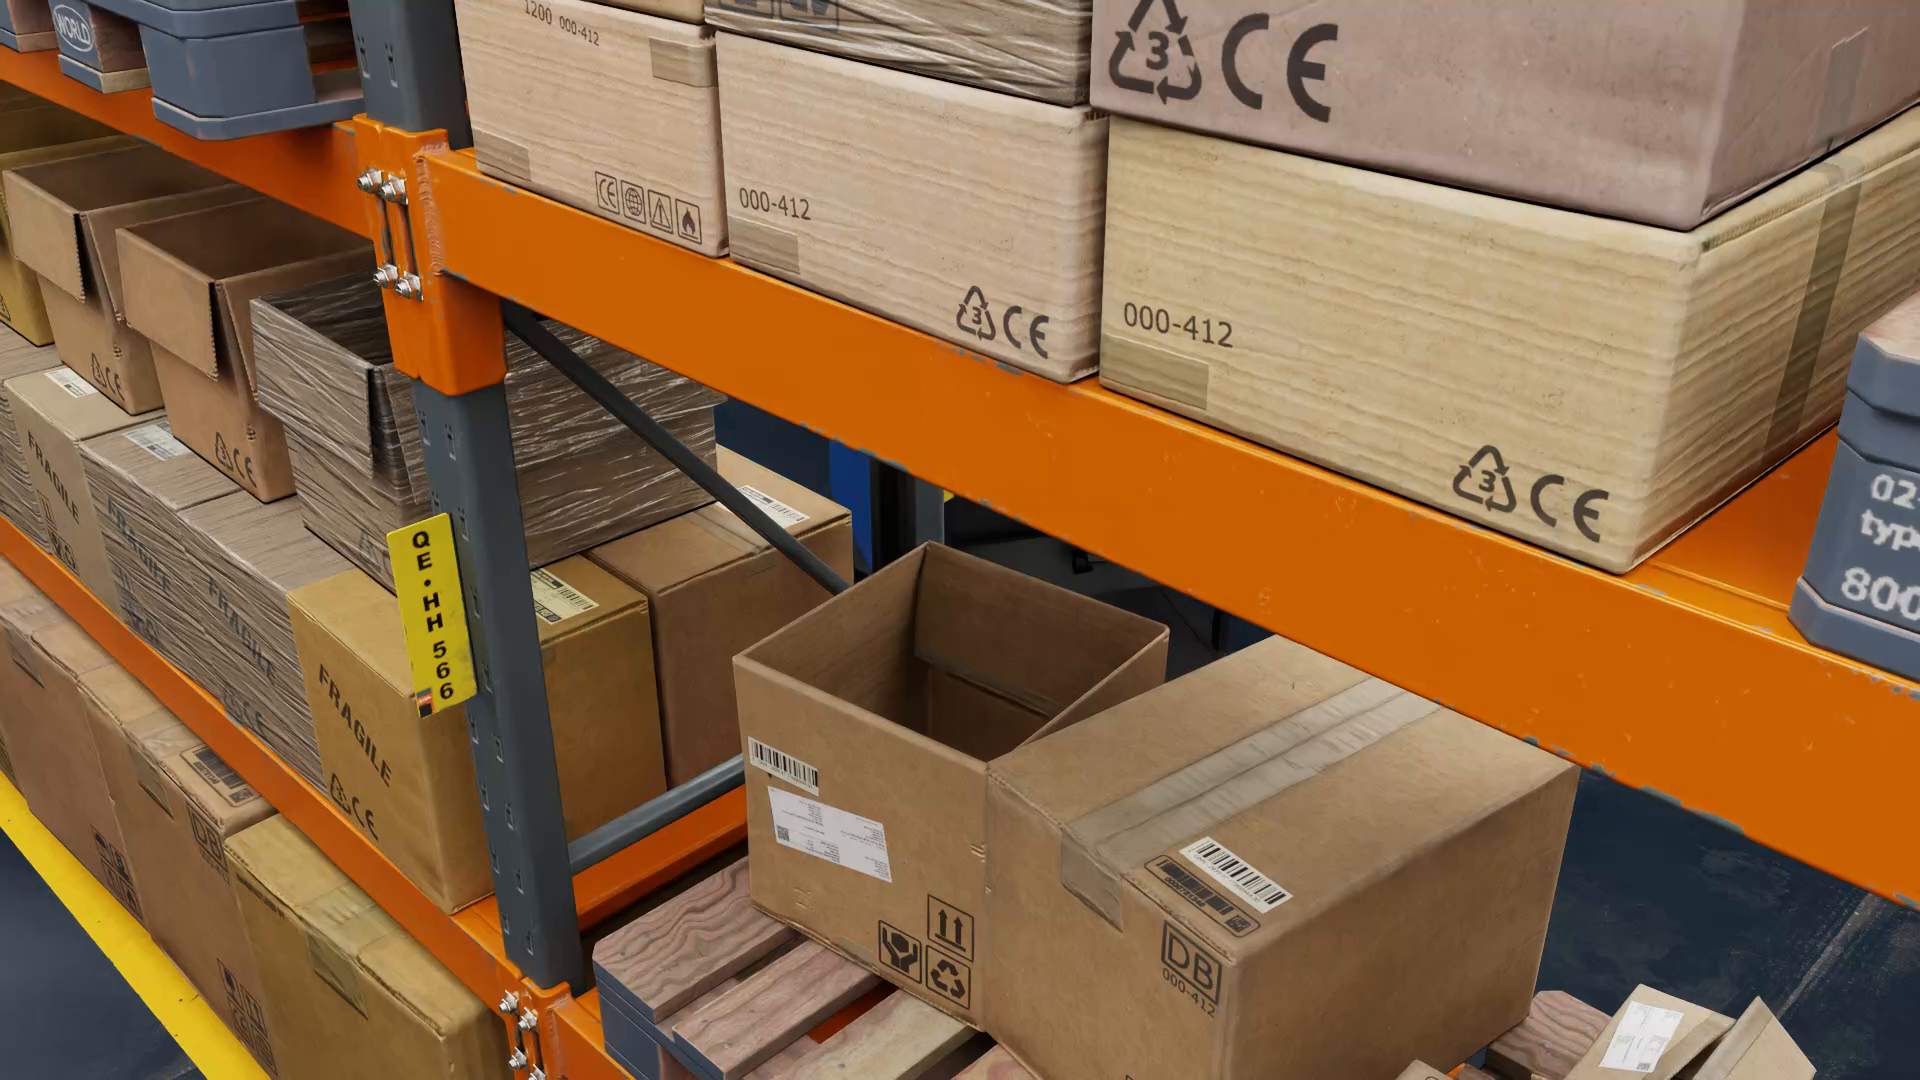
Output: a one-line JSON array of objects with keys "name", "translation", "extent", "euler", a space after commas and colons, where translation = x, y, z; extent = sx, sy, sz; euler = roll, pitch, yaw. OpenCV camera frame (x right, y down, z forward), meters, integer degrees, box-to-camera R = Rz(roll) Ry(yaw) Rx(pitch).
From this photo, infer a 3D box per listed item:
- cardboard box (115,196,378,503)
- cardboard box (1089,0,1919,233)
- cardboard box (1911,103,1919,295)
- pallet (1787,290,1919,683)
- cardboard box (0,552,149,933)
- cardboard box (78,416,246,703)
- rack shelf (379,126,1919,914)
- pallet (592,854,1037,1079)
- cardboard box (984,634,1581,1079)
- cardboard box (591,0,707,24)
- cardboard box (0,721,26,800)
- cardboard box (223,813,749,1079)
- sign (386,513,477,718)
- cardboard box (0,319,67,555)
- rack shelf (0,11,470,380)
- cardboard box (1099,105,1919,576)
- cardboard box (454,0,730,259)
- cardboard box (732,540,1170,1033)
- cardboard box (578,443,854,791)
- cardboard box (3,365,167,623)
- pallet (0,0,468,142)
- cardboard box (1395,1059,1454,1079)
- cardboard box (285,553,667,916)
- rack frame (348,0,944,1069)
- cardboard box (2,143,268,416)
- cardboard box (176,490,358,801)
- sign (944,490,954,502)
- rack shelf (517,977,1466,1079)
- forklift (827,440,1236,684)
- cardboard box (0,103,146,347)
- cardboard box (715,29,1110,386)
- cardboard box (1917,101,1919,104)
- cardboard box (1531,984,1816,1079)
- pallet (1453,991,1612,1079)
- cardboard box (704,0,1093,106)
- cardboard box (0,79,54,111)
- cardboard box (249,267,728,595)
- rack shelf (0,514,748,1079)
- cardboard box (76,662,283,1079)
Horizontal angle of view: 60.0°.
[{"name": "cardboard box", "translation": [-1.395, -0.499, 3.791], "extent": [0.797, 0.503, 0.637], "euler": [-24, 36, -38]}, {"name": "cardboard box", "translation": [0.455, -0.580, 1.262], "extent": [0.500, 0.500, 0.500], "euler": [23, 36, 37]}, {"name": "cardboard box", "translation": [0.808, -0.419, 1.762], "extent": [0.500, 0.250, 0.500], "euler": [-24, 36, -38]}, {"name": "pallet", "translation": [1.323, -0.067, 1.133], "extent": [1.003, 0.211, 1.213], "euler": [25, 36, 38]}, {"name": "cardboard box", "translation": [-2.167, 0.389, 5.119], "extent": [0.875, 0.875, 1.225], "euler": [23, 36, 37]}, {"name": "cardboard box", "translation": [-1.672, -0.010, 3.938], "extent": [0.500, 0.500, 0.500], "euler": [23, 36, 37]}, {"name": "rack shelf", "translation": [1.004, 0.090, 1.406], "extent": [4.000, 0.370, 1.077], "euler": [25, 36, 38]}, {"name": "pallet", "translation": [0.160, 0.728, 2.848], "extent": [1.003, 0.211, 1.213], "euler": [25, 36, 38]}, {"name": "cardboard box", "translation": [0.459, 0.528, 2.464], "extent": [0.700, 0.500, 0.500], "euler": [-19, 33, -32]}, {"name": "cardboard box", "translation": [-0.268, -0.908, 1.886], "extent": [0.500, 0.500, 0.500], "euler": [-25, 37, -39]}, {"name": "cardboard box", "translation": [-2.804, 0.098, 5.672], "extent": [0.875, 0.875, 1.225], "euler": [25, 36, 39]}, {"name": "cardboard box", "translation": [-0.900, 0.969, 4.016], "extent": [0.875, 0.875, 1.225], "euler": [23, 35, 36]}, {"name": "sign", "translation": [-0.809, 0.119, 2.556], "extent": [0.005, 0.325, 0.100], "euler": [25, 36, 38]}, {"name": "cardboard box", "translation": [-2.406, -0.343, 4.572], "extent": [0.500, 0.500, 0.500], "euler": [24, 36, 37]}, {"name": "rack shelf", "translation": [-1.849, -1.215, 3.888], "extent": [4.000, 0.370, 1.077], "euler": [25, 36, 38]}, {"name": "cardboard box", "translation": [0.473, -0.245, 1.431], "extent": [0.500, 0.250, 0.500], "euler": [-24, 36, -38]}, {"name": "cardboard box", "translation": [-0.266, -0.577, 2.063], "extent": [0.500, 0.250, 0.500], "euler": [-25, 36, -38]}, {"name": "cardboard box", "translation": [-0.009, 0.379, 2.747], "extent": [0.500, 0.500, 0.500], "euler": [20, 33, 33]}, {"name": "cardboard box", "translation": [-0.578, 0.153, 3.628], "extent": [0.500, 0.500, 0.500], "euler": [-24, 36, -38]}, {"name": "cardboard box", "translation": [-2.034, -0.176, 4.254], "extent": [0.500, 0.500, 0.500], "euler": [-24, 36, -38]}, {"name": "pallet", "translation": [-0.919, -0.990, 2.890], "extent": [1.213, 0.211, 1.003], "euler": [-23, 36, -37]}, {"name": "cardboard box", "translation": [0.611, 0.950, 1.930], "extent": [0.500, 0.250, 0.500], "euler": [23, 36, 37]}, {"name": "cardboard box", "translation": [-0.948, 0.323, 3.305], "extent": [0.500, 0.500, 0.500], "euler": [-24, 36, -38]}, {"name": "rack frame", "translation": [-0.420, 0.445, 3.180], "extent": [0.053, 2.616, 0.949], "euler": [25, 36, 38]}, {"name": "cardboard box", "translation": [-1.878, -0.716, 4.203], "extent": [0.797, 0.503, 0.637], "euler": [-24, 36, -38]}, {"name": "cardboard box", "translation": [-1.299, 0.159, 3.618], "extent": [0.500, 0.500, 0.500], "euler": [24, 36, 38]}, {"name": "sign", "translation": [-0.049, -0.214, 3.275], "extent": [0.005, 0.325, 0.100], "euler": [25, 36, 38]}, {"name": "rack shelf", "translation": [1.004, 1.417, 2.104], "extent": [4.000, 0.370, 1.077], "euler": [25, 36, 38]}, {"name": "forklift", "translation": [0.348, -0.659, 5.354], "extent": [1.130, 2.935, 3.031], "euler": [-8, 29, -14]}, {"name": "cardboard box", "translation": [-2.332, -0.914, 4.579], "extent": [0.797, 0.503, 0.637], "euler": [-25, 37, -39]}, {"name": "cardboard box", "translation": [0.100, -0.409, 1.744], "extent": [0.500, 0.250, 0.500], "euler": [-24, 36, -38]}, {"name": "cardboard box", "translation": [0.809, -0.744, 1.574], "extent": [0.500, 0.500, 0.500], "euler": [-25, 36, -38]}, {"name": "cardboard box", "translation": [0.956, 0.774, 2.247], "extent": [0.258, 0.266, 0.396], "euler": [23, 36, 37]}, {"name": "pallet", "translation": [1.018, 1.164, 2.020], "extent": [1.213, 0.211, 1.003], "euler": [25, 36, 38]}, {"name": "cardboard box", "translation": [0.091, -0.741, 1.569], "extent": [0.500, 0.500, 0.500], "euler": [25, 37, 39]}, {"name": "cardboard box", "translation": [-2.813, -1.141, 5.012], "extent": [0.637, 0.503, 0.797], "euler": [23, 36, 37]}, {"name": "cardboard box", "translation": [-0.932, -0.286, 3.385], "extent": [0.797, 0.503, 0.637], "euler": [-24, 36, -38]}, {"name": "rack shelf", "translation": [-1.849, 0.112, 4.587], "extent": [4.000, 0.370, 1.077], "euler": [25, 36, 38]}, {"name": "cardboard box", "translation": [-1.530, 0.675, 4.574], "extent": [0.875, 0.875, 1.225], "euler": [25, 36, 39]}]
